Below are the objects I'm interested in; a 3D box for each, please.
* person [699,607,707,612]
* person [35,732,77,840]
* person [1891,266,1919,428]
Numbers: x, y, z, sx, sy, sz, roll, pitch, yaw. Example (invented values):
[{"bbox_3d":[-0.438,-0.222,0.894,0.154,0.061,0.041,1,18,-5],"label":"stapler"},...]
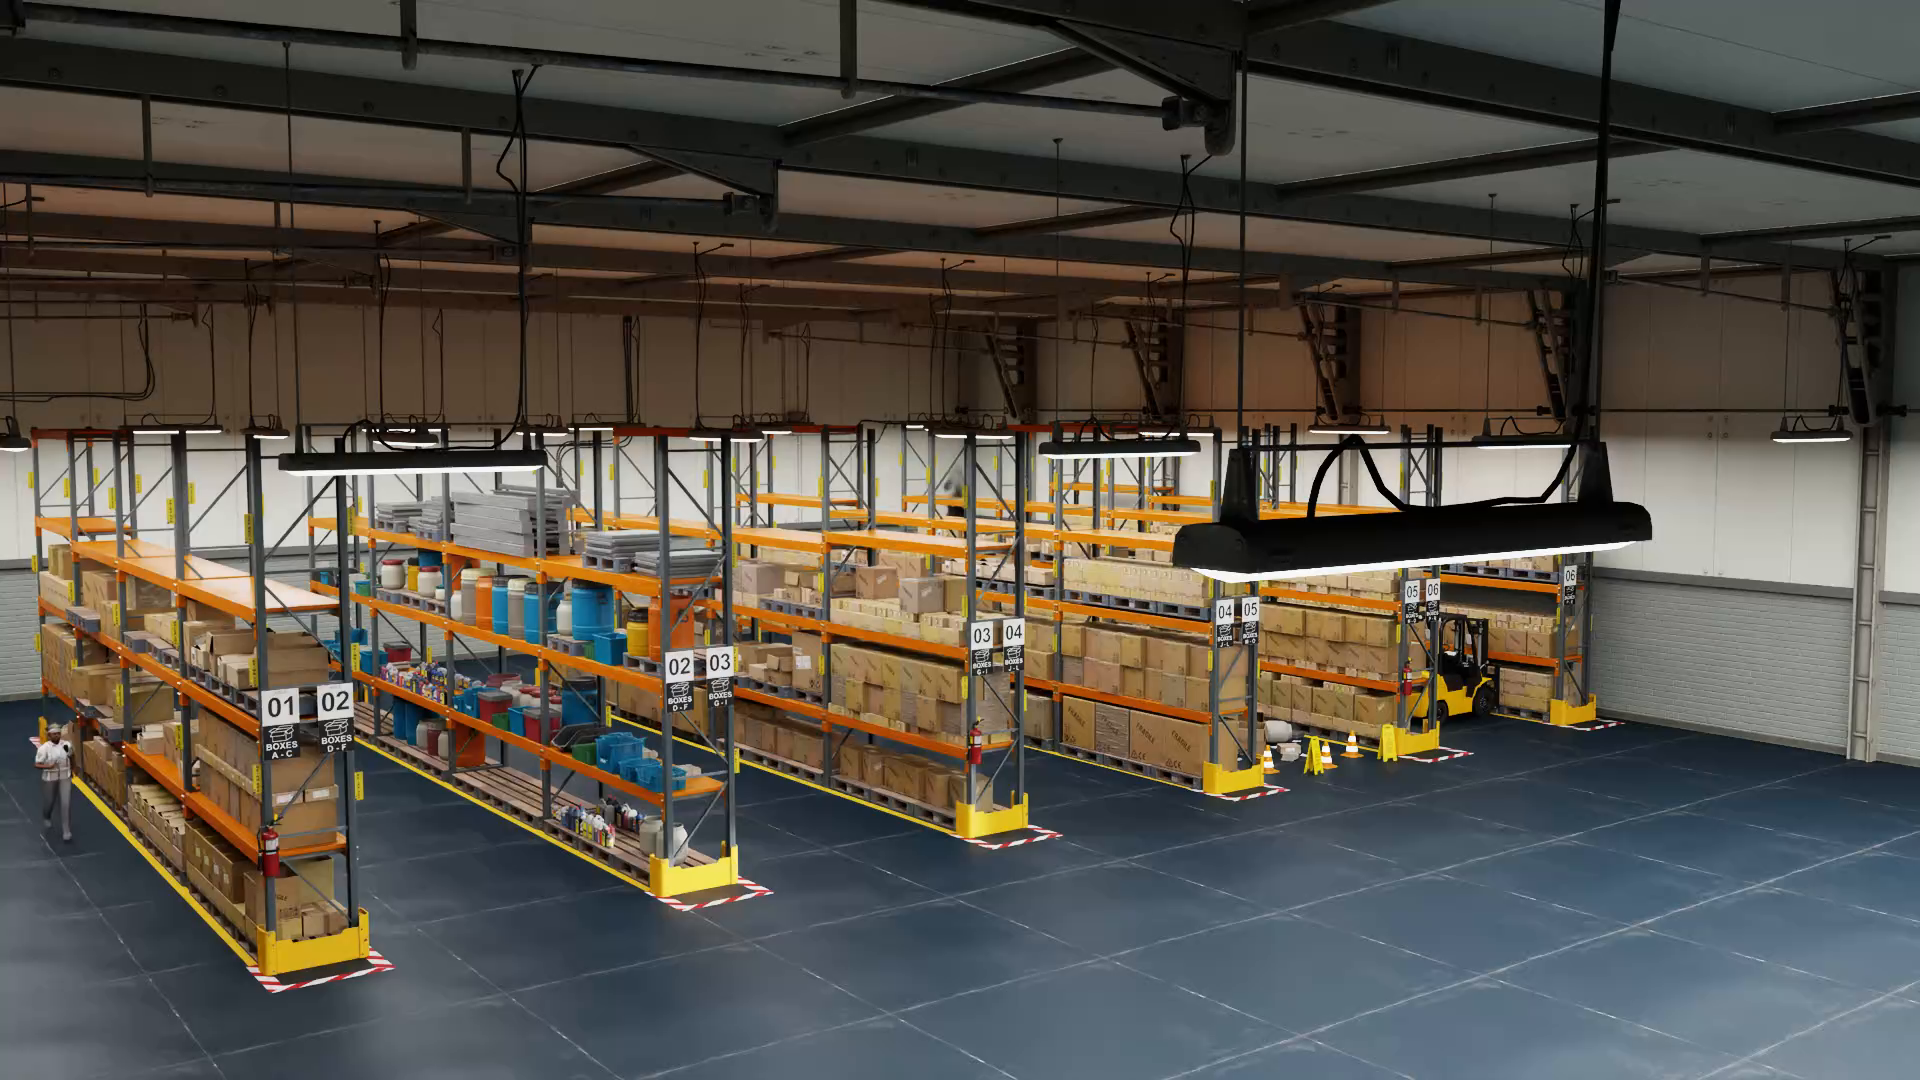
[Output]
[{"bbox_3d":[-6.072,2.372,39.102,0.465,1.657,0.609,-1,5,-13],"label":"person"},{"bbox_3d":[-13.361,3.566,24.609,0.581,1.622,0.929,-4,6,-39],"label":"person"},{"bbox_3d":[10.316,-0.908,34.548,2.818,8.947,27.134,-4,6,-42],"label":"person"}]
